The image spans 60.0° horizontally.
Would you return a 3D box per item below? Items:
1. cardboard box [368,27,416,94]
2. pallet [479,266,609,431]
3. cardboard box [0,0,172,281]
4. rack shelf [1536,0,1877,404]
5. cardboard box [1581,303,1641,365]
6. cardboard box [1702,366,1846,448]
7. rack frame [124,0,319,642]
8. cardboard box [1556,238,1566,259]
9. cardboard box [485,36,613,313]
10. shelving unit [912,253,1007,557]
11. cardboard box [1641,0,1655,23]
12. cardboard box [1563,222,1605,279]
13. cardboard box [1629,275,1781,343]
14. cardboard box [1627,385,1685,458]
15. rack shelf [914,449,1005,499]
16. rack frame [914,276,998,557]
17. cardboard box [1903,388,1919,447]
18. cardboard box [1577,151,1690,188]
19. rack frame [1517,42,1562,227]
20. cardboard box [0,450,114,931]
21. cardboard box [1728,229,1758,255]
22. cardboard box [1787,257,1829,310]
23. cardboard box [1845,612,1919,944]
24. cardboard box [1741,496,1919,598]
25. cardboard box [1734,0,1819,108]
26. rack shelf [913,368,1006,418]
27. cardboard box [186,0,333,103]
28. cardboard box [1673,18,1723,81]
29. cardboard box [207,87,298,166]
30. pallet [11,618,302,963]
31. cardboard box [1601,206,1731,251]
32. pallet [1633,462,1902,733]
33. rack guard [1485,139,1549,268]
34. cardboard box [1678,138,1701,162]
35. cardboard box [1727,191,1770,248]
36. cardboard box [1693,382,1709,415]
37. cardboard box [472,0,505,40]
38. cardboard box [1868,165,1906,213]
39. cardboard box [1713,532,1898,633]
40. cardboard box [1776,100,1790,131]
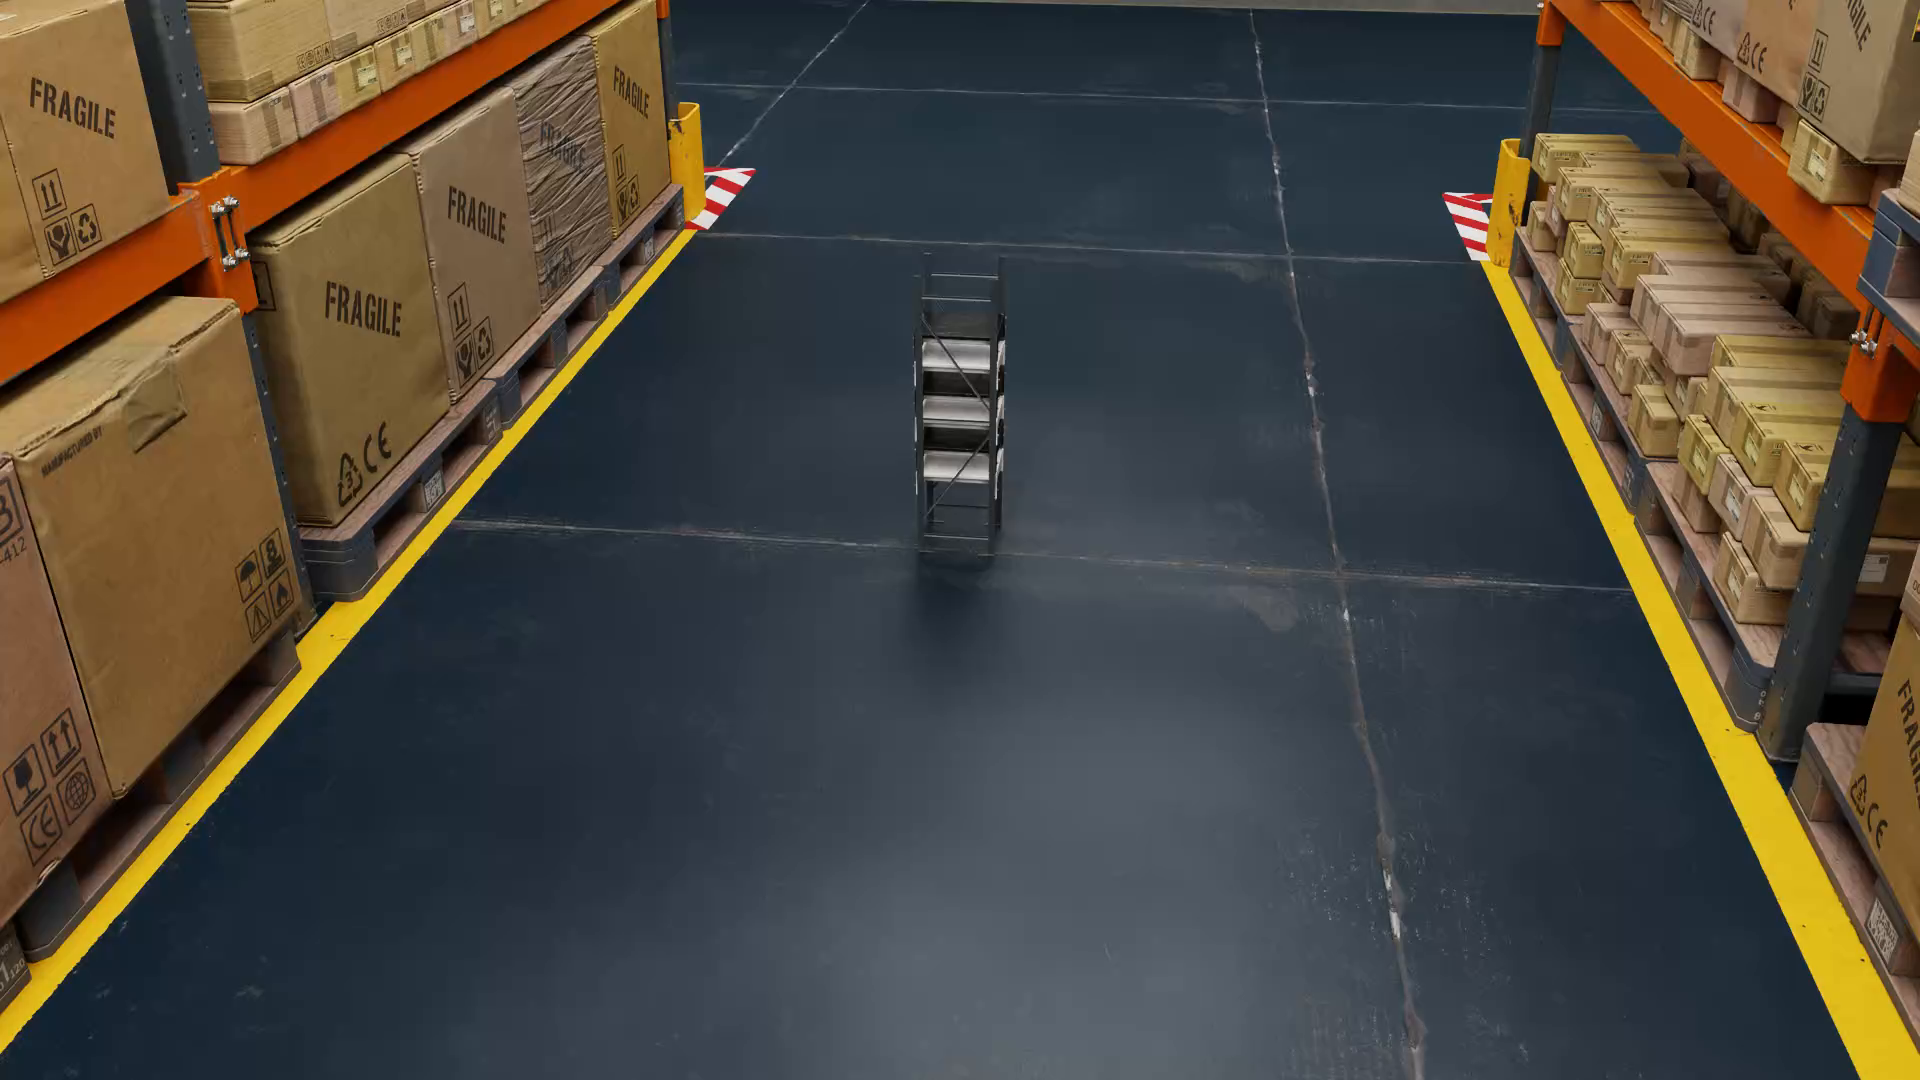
[{"bbox_3d":[-1.904,-1.472,5.085,0.380,0.149,0.250,3,28,5],"label":"cardboard box"},{"bbox_3d":[-2.047,-0.793,6.499,1.003,0.211,1.213,3,28,6],"label":"pallet"},{"bbox_3d":[-2.151,-0.899,3.651,0.500,0.500,0.500,3,29,6],"label":"cardboard box"},{"bbox_3d":[2.791,-1.380,5.408,1.077,0.370,4.000,3,28,6],"label":"rack shelf"},{"bbox_3d":[2.486,-0.743,6.030,0.380,0.149,0.250,2,28,4],"label":"cardboard box"},{"bbox_3d":[2.346,-0.370,4.710,0.380,0.149,0.250,3,28,6],"label":"cardboard box"},{"bbox_3d":[-2.364,-1.091,4.113,1.000,3.000,0.127,3,28,6],"label":"rack frame"},{"bbox_3d":[2.703,-1.212,6.901,0.380,0.149,0.250,3,28,6],"label":"cardboard box"},{"bbox_3d":[-1.985,-1.489,6.650,0.875,0.875,0.875,3,28,6],"label":"cardboard box"},{"bbox_3d":[0.001,-0.400,5.044,0.258,0.900,0.210,3,28,6],"label":"shelving unit"},{"bbox_3d":[2.641,-1.892,5.865,0.380,0.149,0.250,3,28,6],"label":"cardboard box"},{"bbox_3d":[2.546,-1.107,6.392,0.380,0.149,0.250,4,29,8],"label":"cardboard box"},{"bbox_3d":[2.418,-0.748,5.412,0.380,0.149,0.250,2,28,4],"label":"cardboard box"},{"bbox_3d":[2.382,-0.377,5.350,0.380,0.149,0.250,3,28,6],"label":"cardboard box"},{"bbox_3d":[0.001,-0.212,5.145,0.258,0.077,0.200,3,28,6],"label":"rack shelf"},{"bbox_3d":[-0.011,-0.352,4.955,0.240,0.900,0.006,3,28,6],"label":"rack frame"},{"bbox_3d":[2.868,-0.346,4.665,0.380,0.149,0.250,3,28,5],"label":"cardboard box"},{"bbox_3d":[2.720,-1.466,6.745,0.380,0.149,0.250,4,29,7],"label":"cardboard box"},{"bbox_3d":[3.036,-2.638,6.985,1.000,3.000,0.127,3,28,6],"label":"rack frame"},{"bbox_3d":[-2.532,0.382,3.175,1.225,0.875,0.875,2,28,4],"label":"cardboard box"},{"bbox_3d":[3.057,-1.069,6.321,0.380,0.149,0.250,3,28,6],"label":"cardboard box"},{"bbox_3d":[3.010,-0.832,5.567,0.380,0.149,0.250,3,29,6],"label":"cardboard box"},{"bbox_3d":[2.192,0.492,3.366,0.500,0.500,0.500,4,29,8],"label":"cardboard box"},{"bbox_3d":[2.269,0.017,4.305,0.380,0.149,0.250,4,29,7],"label":"cardboard box"},{"bbox_3d":[2.389,-1.419,4.302,0.500,0.500,0.500,3,28,5],"label":"cardboard box"},{"bbox_3d":[0.001,-0.450,5.017,0.258,0.077,0.200,3,28,6],"label":"rack shelf"},{"bbox_3d":[-2.047,-1.362,4.460,0.500,0.250,0.500,3,28,5],"label":"cardboard box"},{"bbox_3d":[2.469,-1.533,5.198,0.380,0.149,0.250,4,29,7],"label":"cardboard box"},{"bbox_3d":[-1.998,-1.101,4.395,0.380,0.149,0.250,3,29,6],"label":"cardboard box"},{"bbox_3d":[-2.384,0.504,4.092,1.003,0.211,1.213,3,28,6],"label":"pallet"},{"bbox_3d":[2.571,-1.104,6.072,0.380,0.149,0.250,4,29,8],"label":"cardboard box"},{"bbox_3d":[2.593,0.154,4.742,1.003,0.211,1.213,3,28,6],"label":"pallet"},{"bbox_3d":[3.027,-1.502,7.511,1.175,0.500,0.348,3,28,6],"label":"rack guard"},{"bbox_3d":[3.223,-1.566,6.930,0.380,0.149,0.250,4,29,7],"label":"cardboard box"},{"bbox_3d":[3.134,-1.204,6.258,0.380,0.149,0.250,2,28,4],"label":"cardboard box"},{"bbox_3d":[2.433,-0.351,4.988,0.380,0.149,0.250,4,29,7],"label":"cardboard box"},{"bbox_3d":[-1.809,-1.835,5.757,0.380,0.149,0.250,3,28,5],"label":"cardboard box"},{"bbox_3d":[2.348,-0.793,3.824,0.380,0.149,0.250,3,28,6],"label":"cardboard box"},{"bbox_3d":[2.256,0.110,4.446,0.380,0.149,0.250,4,29,7],"label":"cardboard box"},{"bbox_3d":[2.464,-1.160,4.506,0.380,0.149,0.250,3,28,5],"label":"cardboard box"}]
